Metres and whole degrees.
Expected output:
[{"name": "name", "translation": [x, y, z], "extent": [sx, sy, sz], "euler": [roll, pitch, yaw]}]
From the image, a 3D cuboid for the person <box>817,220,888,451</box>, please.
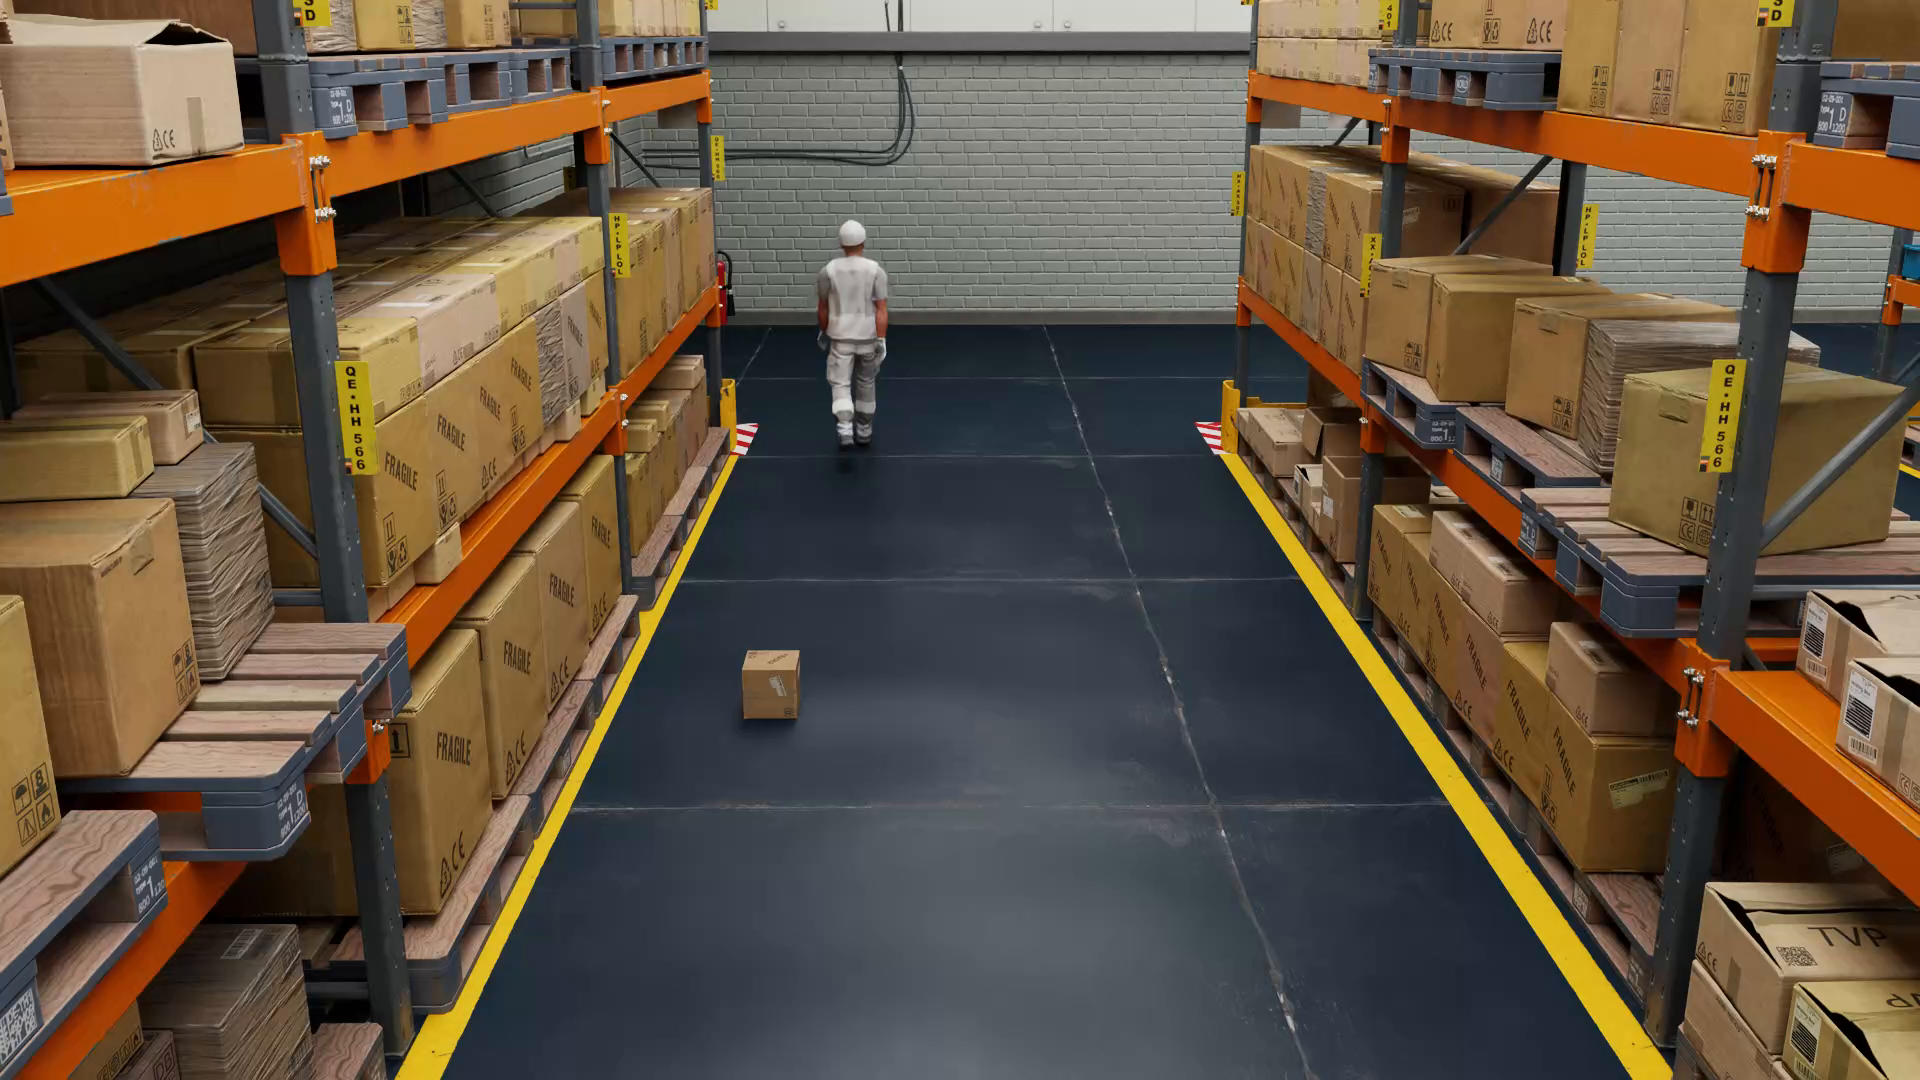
[{"name": "person", "translation": [-0.805, -1.522, 12.503], "extent": [0.529, 1.751, 1.012], "euler": [-2, 17, -6]}]
